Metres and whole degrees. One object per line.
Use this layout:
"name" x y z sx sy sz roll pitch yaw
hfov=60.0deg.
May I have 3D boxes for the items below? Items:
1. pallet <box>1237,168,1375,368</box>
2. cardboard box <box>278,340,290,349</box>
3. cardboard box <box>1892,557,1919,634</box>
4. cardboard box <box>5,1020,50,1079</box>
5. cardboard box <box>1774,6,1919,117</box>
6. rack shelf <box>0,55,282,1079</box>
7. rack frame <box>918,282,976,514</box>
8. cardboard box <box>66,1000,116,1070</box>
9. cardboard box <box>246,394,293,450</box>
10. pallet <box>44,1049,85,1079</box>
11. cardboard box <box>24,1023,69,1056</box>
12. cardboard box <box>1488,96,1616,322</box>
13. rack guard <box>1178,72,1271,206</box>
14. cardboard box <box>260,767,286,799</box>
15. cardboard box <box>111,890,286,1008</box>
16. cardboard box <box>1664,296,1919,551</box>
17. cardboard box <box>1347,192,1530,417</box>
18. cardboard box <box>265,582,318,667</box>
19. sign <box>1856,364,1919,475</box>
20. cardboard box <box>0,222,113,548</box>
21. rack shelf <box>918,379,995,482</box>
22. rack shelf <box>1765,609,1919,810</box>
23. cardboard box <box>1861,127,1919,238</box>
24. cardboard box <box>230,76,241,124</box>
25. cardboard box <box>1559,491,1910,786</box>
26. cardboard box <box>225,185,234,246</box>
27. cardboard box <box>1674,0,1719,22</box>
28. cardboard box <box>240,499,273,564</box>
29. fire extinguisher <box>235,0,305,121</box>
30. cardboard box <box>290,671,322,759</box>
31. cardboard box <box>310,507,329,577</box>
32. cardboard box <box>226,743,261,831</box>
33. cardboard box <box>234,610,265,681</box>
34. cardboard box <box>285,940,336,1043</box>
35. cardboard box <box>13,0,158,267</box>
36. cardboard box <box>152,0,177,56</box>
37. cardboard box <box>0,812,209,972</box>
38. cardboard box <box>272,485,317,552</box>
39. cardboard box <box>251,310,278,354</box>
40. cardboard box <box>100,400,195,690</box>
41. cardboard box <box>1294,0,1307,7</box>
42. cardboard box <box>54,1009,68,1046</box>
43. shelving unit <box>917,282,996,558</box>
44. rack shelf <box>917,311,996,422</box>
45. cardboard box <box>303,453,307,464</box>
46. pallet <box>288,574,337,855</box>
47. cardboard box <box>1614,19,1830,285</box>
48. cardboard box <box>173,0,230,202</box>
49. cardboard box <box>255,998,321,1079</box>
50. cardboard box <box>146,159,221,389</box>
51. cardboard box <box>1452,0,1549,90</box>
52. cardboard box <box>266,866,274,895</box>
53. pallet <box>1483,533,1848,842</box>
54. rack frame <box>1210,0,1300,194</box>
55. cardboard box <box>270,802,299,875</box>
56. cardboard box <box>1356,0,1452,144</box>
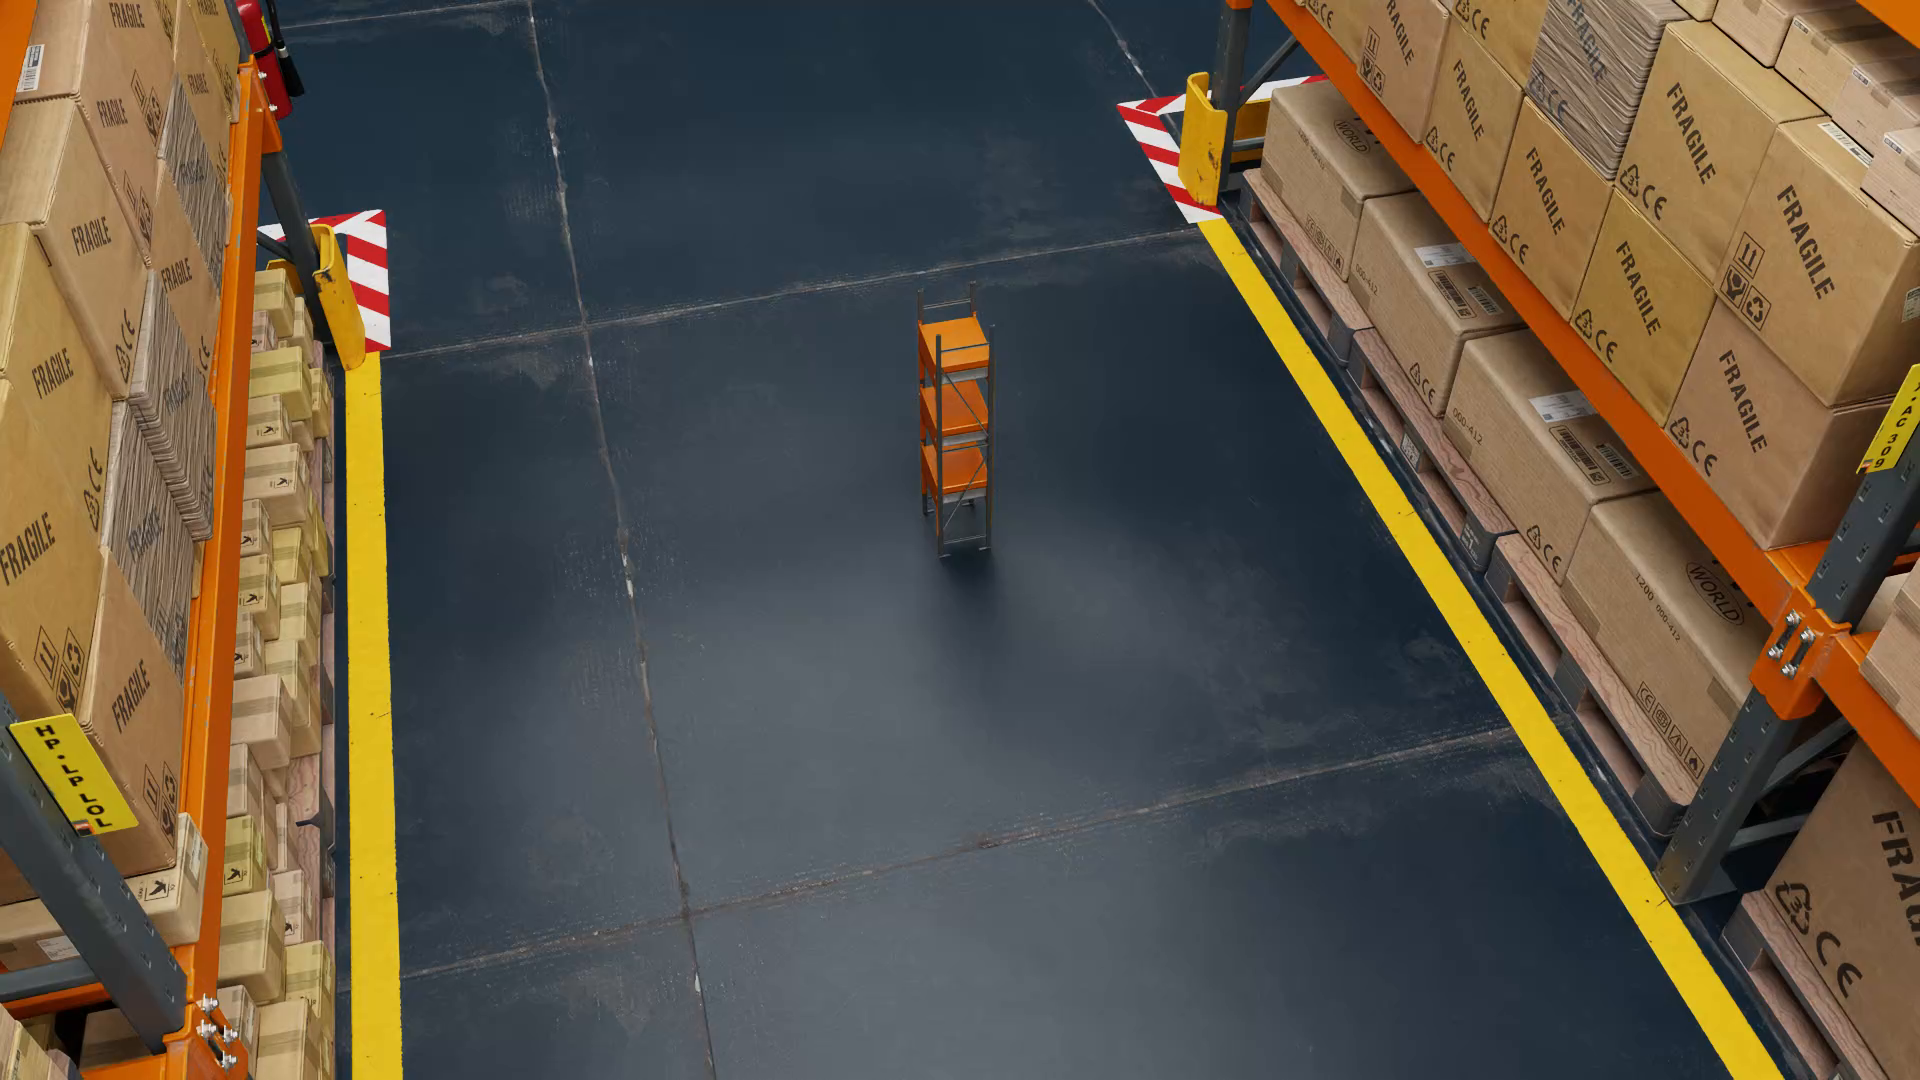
"pallet" 1.924 -1.295 7.372 1.003 0.211 1.213 -11 47 -10
"cardboard box" -2.690 -0.585 6.217 0.380 0.149 0.250 -12 47 -11
"cardboard box" 2.507 0.185 3.723 0.500 0.250 0.500 -12 47 -11
"cardboard box" -1.799 1.003 2.841 0.380 0.149 0.250 -9 46 -9
"cardboard box" 2.264 -1.190 4.092 0.380 0.149 0.250 -11 47 -10
"rack shelf" -2.604 -0.202 4.851 1.077 0.370 4.000 -11 47 -10
"rack frame" -0.045 -0.489 5.994 0.200 1.050 0.008 -11 47 -10
"cardboard box" -2.507 1.375 4.504 0.380 0.149 0.250 -10 46 -9
"cardboard box" -2.532 -0.343 5.771 0.380 0.149 0.250 -12 47 -12
"pallet" -2.037 1.549 2.766 1.003 0.211 1.213 -11 47 -10
"cardboard box" -2.435 1.372 4.091 0.380 0.149 0.250 -9 46 -9
"cardboard box" 2.022 -1.055 5.113 0.500 0.500 0.500 -11 47 -11
"rack guard" 1.637 -1.951 7.812 1.175 0.500 0.348 -11 47 -10
"cardboard box" -2.238 0.664 4.993 0.380 0.149 0.250 -9 46 -8
"cardboard box" -1.993 1.093 4.364 0.380 0.149 0.250 -9 46 -8
"cardboard box" 2.302 -0.356 4.429 0.500 0.500 0.500 -10 46 -10
"cardboard box" 2.151 -0.992 6.622 0.875 0.438 0.875 -10 46 -9
"cardboard box" -2.280 0.304 5.346 0.380 0.149 0.250 -10 46 -10
"sign" 2.131 -0.276 3.758 0.100 0.325 0.005 -11 47 -10
"cardboard box" -2.119 -0.273 3.439 0.500 0.500 0.500 -12 47 -12
"rack shelf" -0.014 -0.397 5.919 0.215 0.259 0.240 -11 47 -10
"rack shelf" 3.179 1.585 3.100 1.077 0.370 4.000 -11 47 -10
"cardboard box" 2.281 -0.814 3.723 0.380 0.149 0.250 -12 47 -11
"cardboard box" -2.759 -1.573 5.867 0.380 0.149 0.250 -11 47 -10
"cardboard box" 2.610 0.249 5.406 0.875 0.438 0.875 -11 47 -11
"cardboard box" -2.565 -1.052 5.357 0.380 0.149 0.250 -10 46 -9
"cardboard box" 2.083 -1.528 4.423 0.380 0.149 0.250 -11 47 -11
"cardboard box" -2.450 0.035 5.401 0.380 0.149 0.250 -12 47 -12
"fire extinguisher" -2.734 -1.935 6.361 0.296 0.674 0.183 -11 47 -10
"cardboard box" -2.246 0.580 5.284 0.380 0.149 0.250 -12 47 -11
"cardboard box" -2.430 0.032 5.821 0.380 0.149 0.250 -13 47 -12
"cardboard box" -2.194 0.752 4.699 0.380 0.149 0.250 -12 47 -11
"cardboard box" -2.330 0.388 5.055 0.380 0.149 0.250 -12 47 -12
"cardboard box" -1.943 1.284 4.593 0.380 0.149 0.250 -9 46 -9
"cardboard box" -2.348 -0.981 4.133 0.500 0.500 0.500 -12 47 -12
"cardboard box" -2.629 -1.703 4.841 0.500 0.500 0.500 -12 47 -12
"cardboard box" -1.848 0.760 3.581 0.380 0.149 0.250 -9 46 -9
"cardboard box" -2.425 -0.062 5.704 0.380 0.149 0.250 -10 46 -10
"cardboard box" -2.727 -0.689 6.110 0.380 0.149 0.250 -10 46 -10
"cardboard box" -2.109 0.060 3.813 0.500 0.500 0.500 -11 47 -10
"cardboard box" 1.489 -2.460 6.491 0.500 0.500 0.500 -11 47 -11
"cardboard box" -2.561 1.330 4.340 0.380 0.149 0.250 -13 47 -12
"shelving unit" -0.014 -0.404 5.911 0.215 1.050 0.252 -11 47 -10
"rack shelf" -0.014 -0.596 5.716 0.215 0.259 0.240 -11 47 -10
"cardboard box" -2.631 -0.301 6.147 0.380 0.149 0.250 -11 47 -11
"pallet" -2.614 0.602 5.512 1.003 0.211 1.213 -11 47 -10
"cardboard box" 2.158 -1.060 4.418 0.500 0.500 0.500 -11 47 -11
"cardboard box" -2.625 -1.354 5.198 0.500 0.500 0.500 -11 47 -11
"cardboard box" -1.875 1.365 4.306 0.380 0.149 0.250 -9 46 -8
"cardboard box" -2.368 -0.659 4.518 0.500 0.500 0.500 -9 46 -8
"cardboard box" 1.898 -1.757 5.102 0.500 0.500 0.500 -11 47 -10
"cardboard box" -2.124 1.045 4.619 0.380 0.149 0.250 -11 47 -11
"pallet" 2.548 0.389 5.721 1.003 0.211 1.213 -11 47 -10
"rack frame" 1.643 -2.809 6.903 1.000 3.000 0.127 -11 47 -10
"cardboard box" -2.170 0.956 4.915 0.380 0.149 0.250 -12 47 -11
"cardboard box" 1.758 -1.762 5.806 0.500 0.500 0.500 -11 47 -11
